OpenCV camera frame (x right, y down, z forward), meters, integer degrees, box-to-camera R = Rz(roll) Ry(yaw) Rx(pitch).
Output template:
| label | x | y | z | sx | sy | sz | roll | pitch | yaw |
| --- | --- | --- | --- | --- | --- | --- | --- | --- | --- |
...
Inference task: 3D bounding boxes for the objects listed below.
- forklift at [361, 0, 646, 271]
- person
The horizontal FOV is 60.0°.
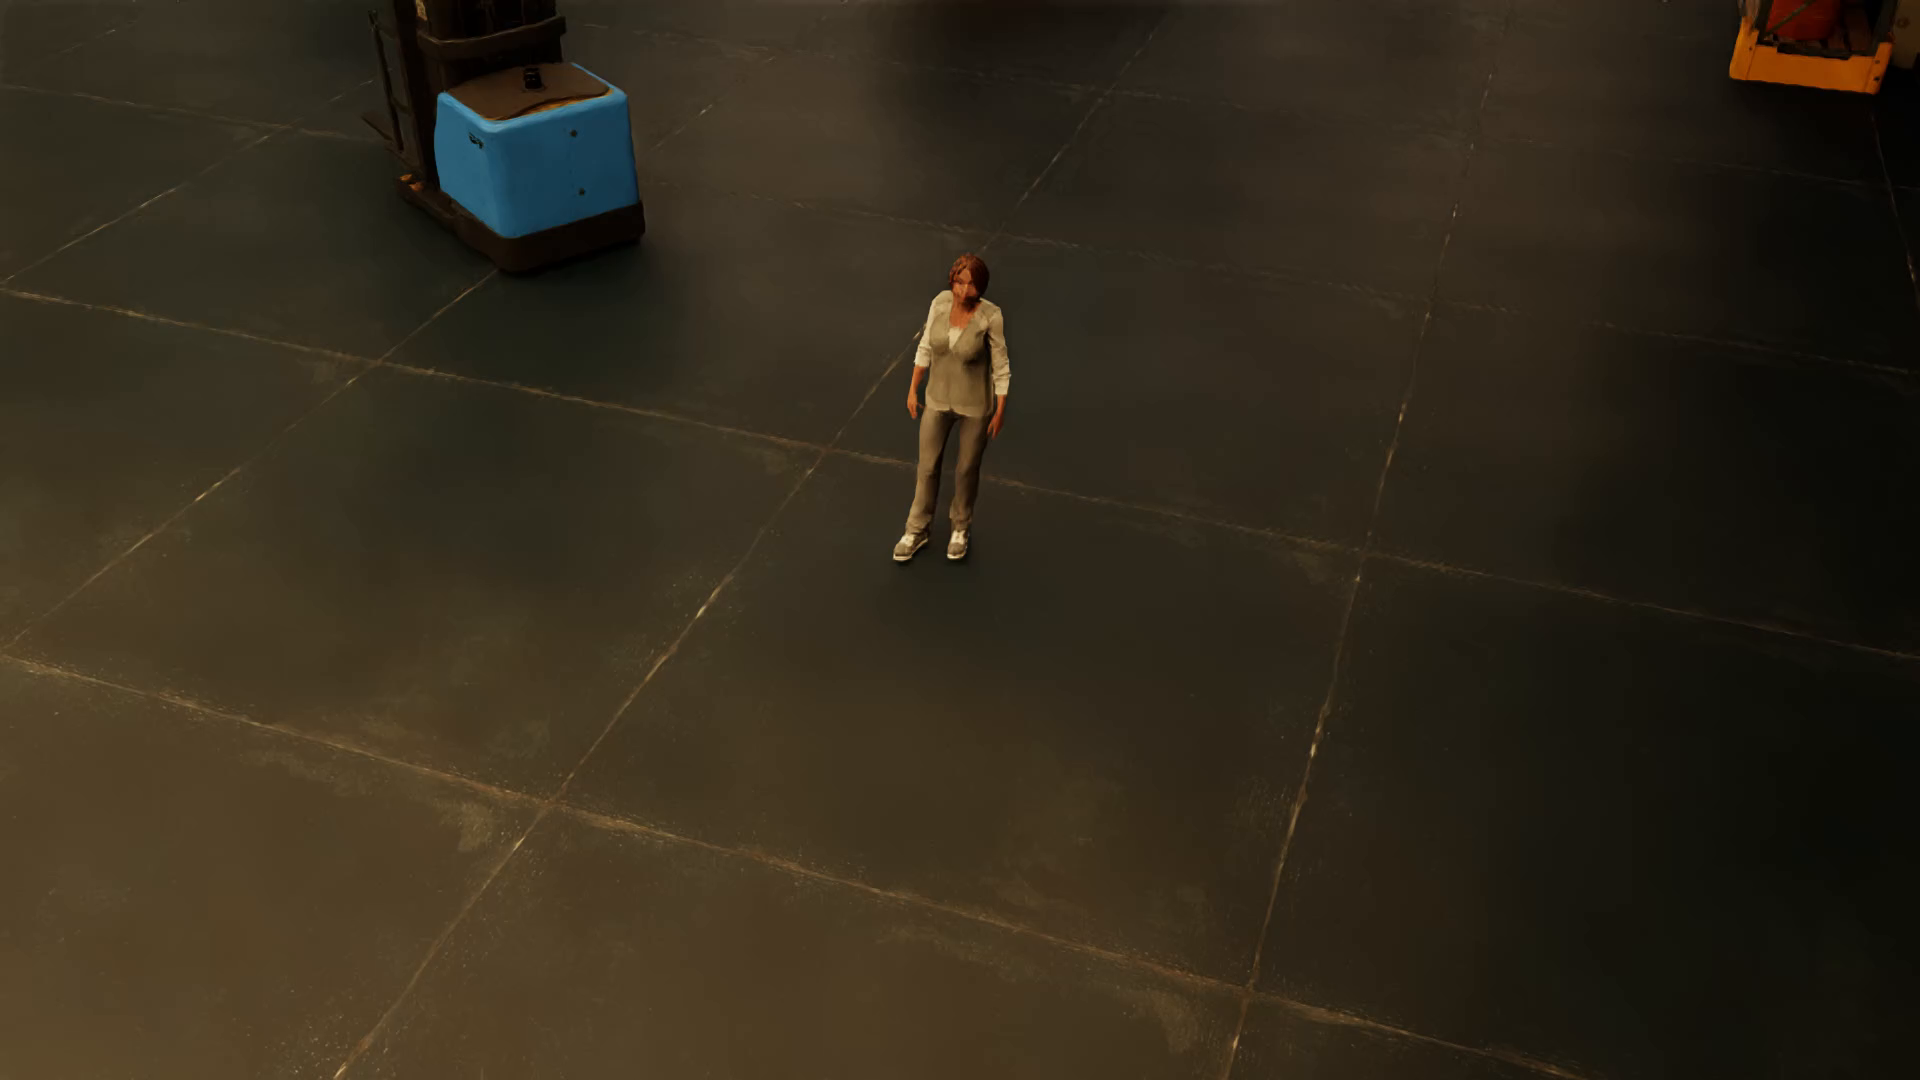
| label | x | y | z | sx | sy | sz | roll | pitch | yaw |
| --- | --- | --- | --- | --- | --- | --- | --- | --- | --- |
| forklift | -3.481 | -3.771 | 11.430 | 1.130 | 2.935 | 3.031 | -24 | 42 | -30 |
| person | -0.038 | -0.619 | 8.126 | 0.521 | 1.597 | 0.474 | 12 | 37 | 16 |
